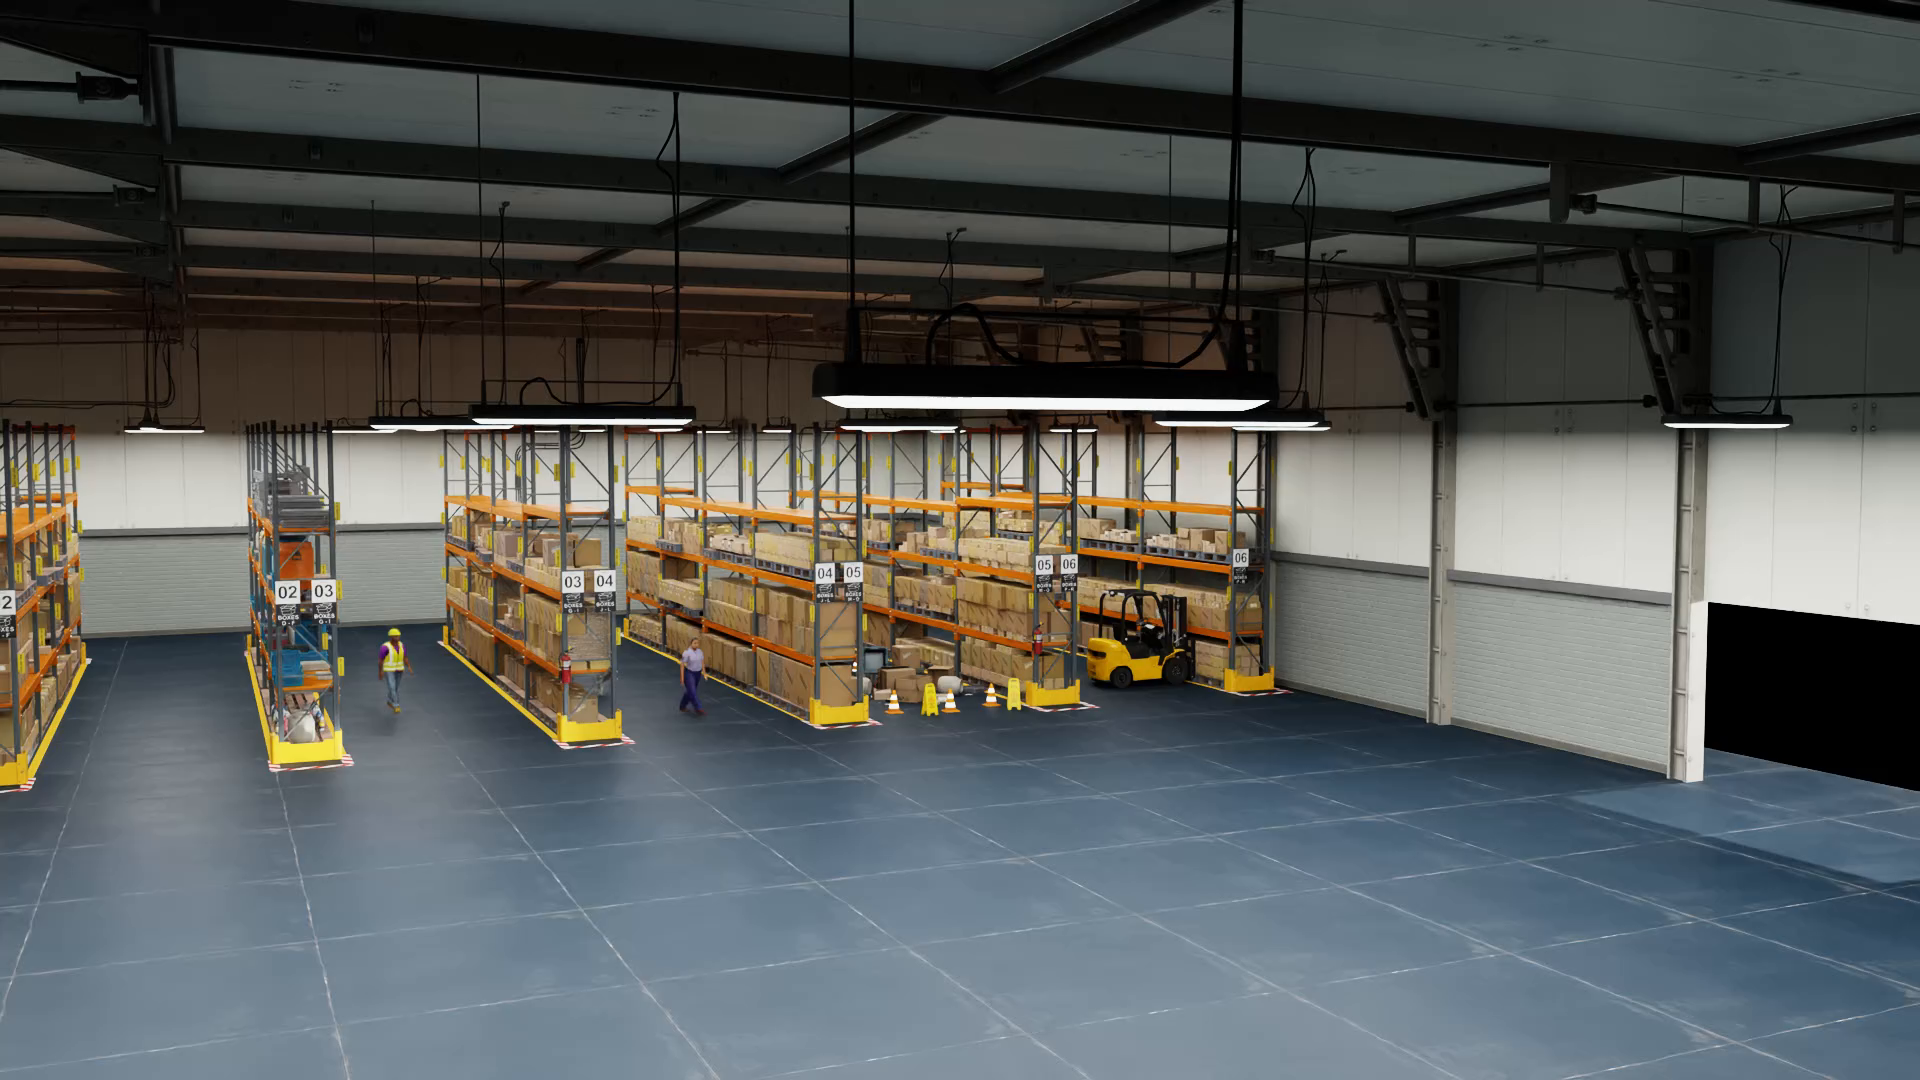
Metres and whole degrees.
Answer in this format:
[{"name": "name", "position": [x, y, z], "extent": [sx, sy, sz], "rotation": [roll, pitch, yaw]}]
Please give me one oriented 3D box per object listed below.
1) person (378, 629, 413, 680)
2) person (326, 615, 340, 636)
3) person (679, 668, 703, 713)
[{"name": "person", "position": [-11.728, 2.372, 34.468], "extent": [0.657, 1.066, 0.417], "rotation": [-3, 5, -40]}, {"name": "person", "position": [-17.633, 1.962, 46.643], "extent": [0.448, 1.521, 0.428], "rotation": [-2, 4, -23]}, {"name": "person", "position": [-5.492, 3.049, 34.063], "extent": [0.856, 0.907, 0.453], "rotation": [2, 4, 34]}]
